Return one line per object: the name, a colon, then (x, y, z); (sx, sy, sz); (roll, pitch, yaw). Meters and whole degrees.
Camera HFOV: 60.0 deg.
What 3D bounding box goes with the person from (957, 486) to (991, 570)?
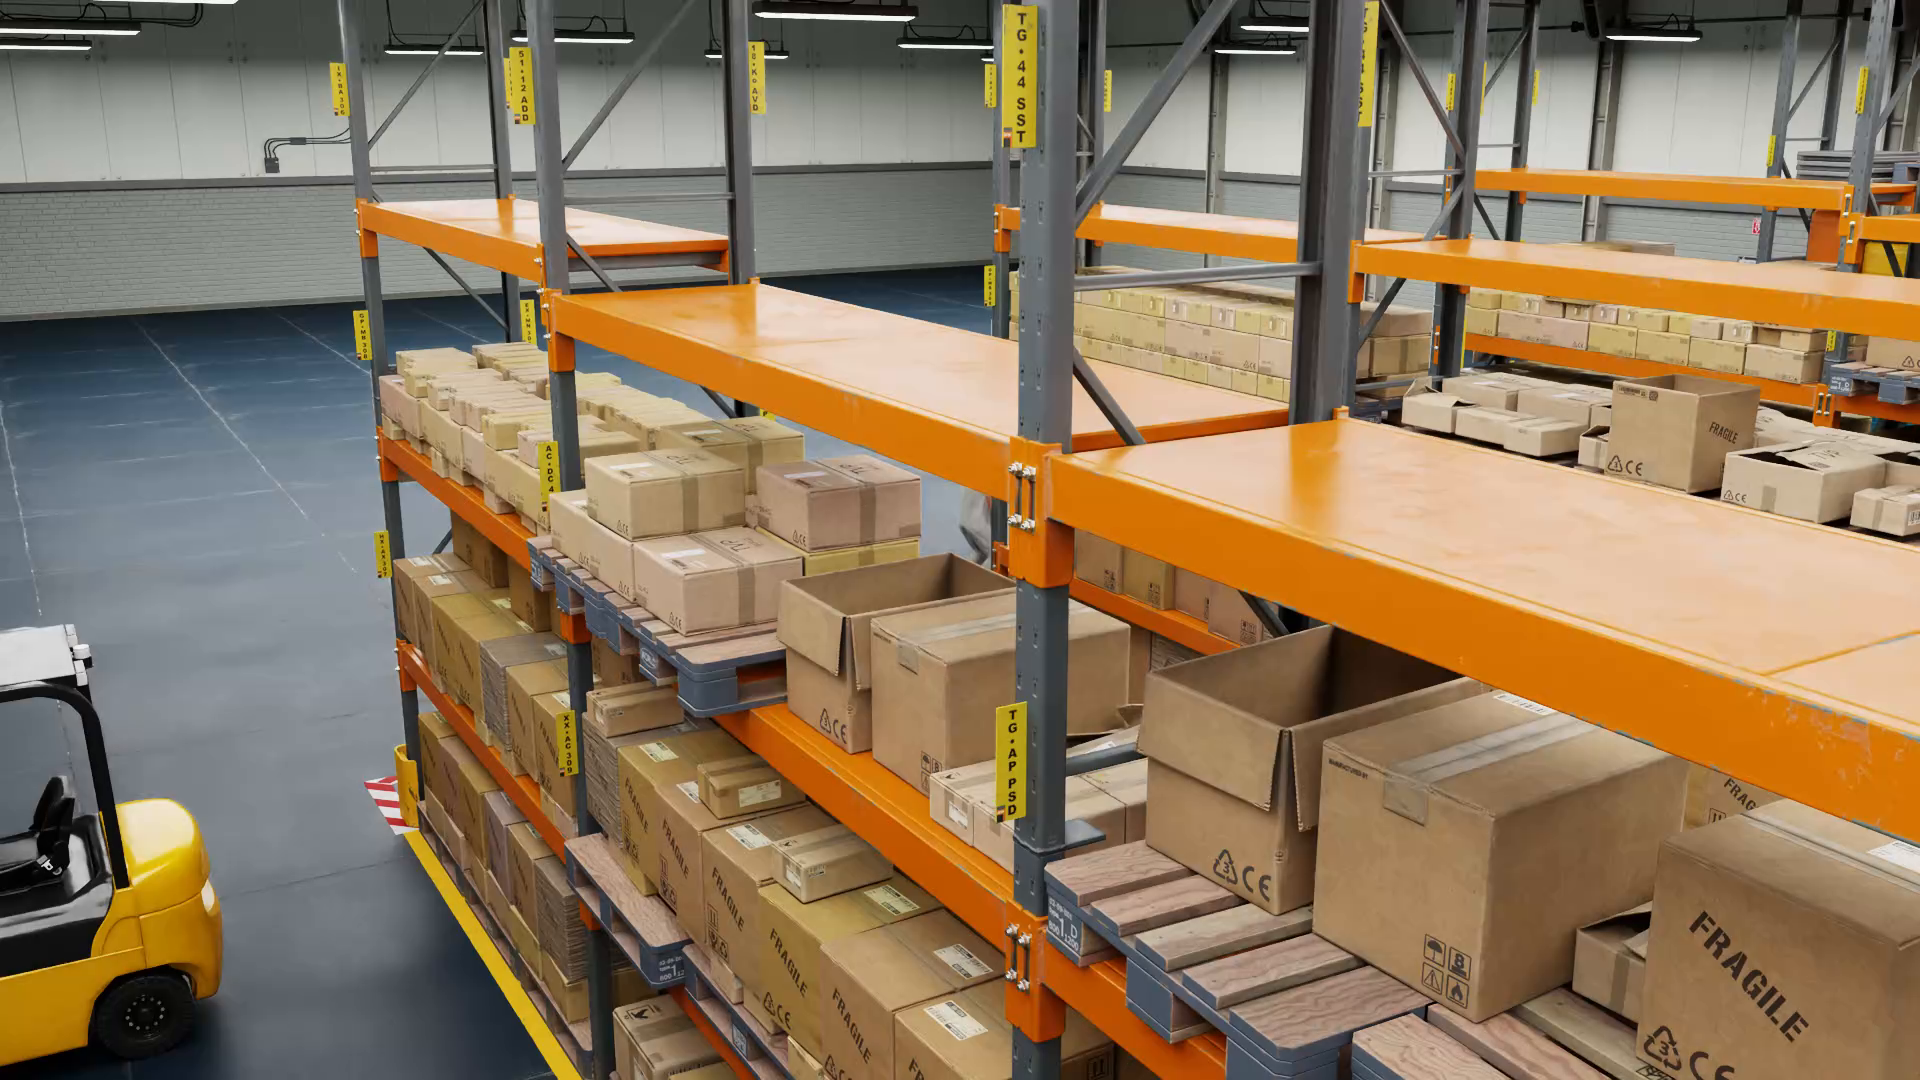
person: (0.204, -0.169, 16.871); (0.467, 1.574, 0.475); (-8, 17, -29)
